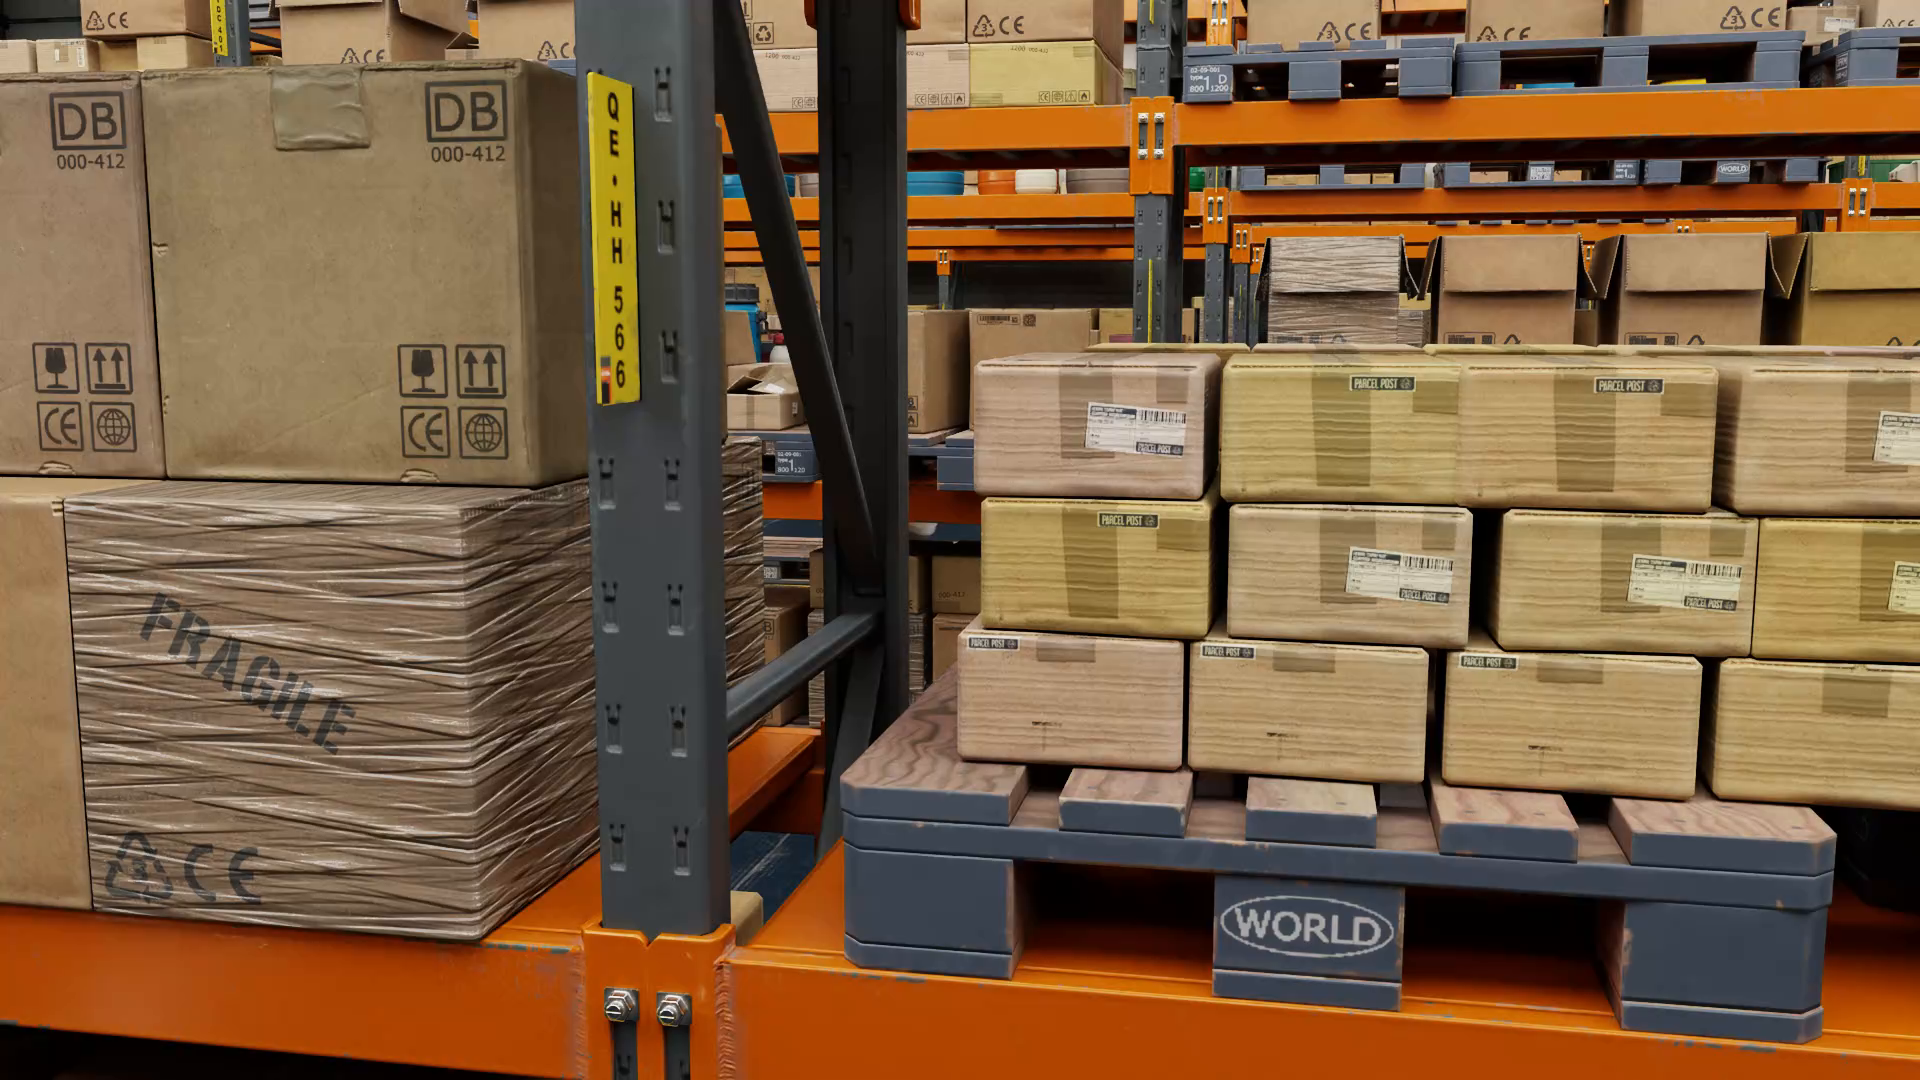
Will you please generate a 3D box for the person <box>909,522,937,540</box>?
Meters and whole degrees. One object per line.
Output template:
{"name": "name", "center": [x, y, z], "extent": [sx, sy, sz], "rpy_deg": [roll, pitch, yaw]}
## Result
{"name": "person", "center": [-0.341, -0.070, 8.751], "extent": [0.456, 1.760, 0.635], "rpy_deg": [1, 8, 8]}
